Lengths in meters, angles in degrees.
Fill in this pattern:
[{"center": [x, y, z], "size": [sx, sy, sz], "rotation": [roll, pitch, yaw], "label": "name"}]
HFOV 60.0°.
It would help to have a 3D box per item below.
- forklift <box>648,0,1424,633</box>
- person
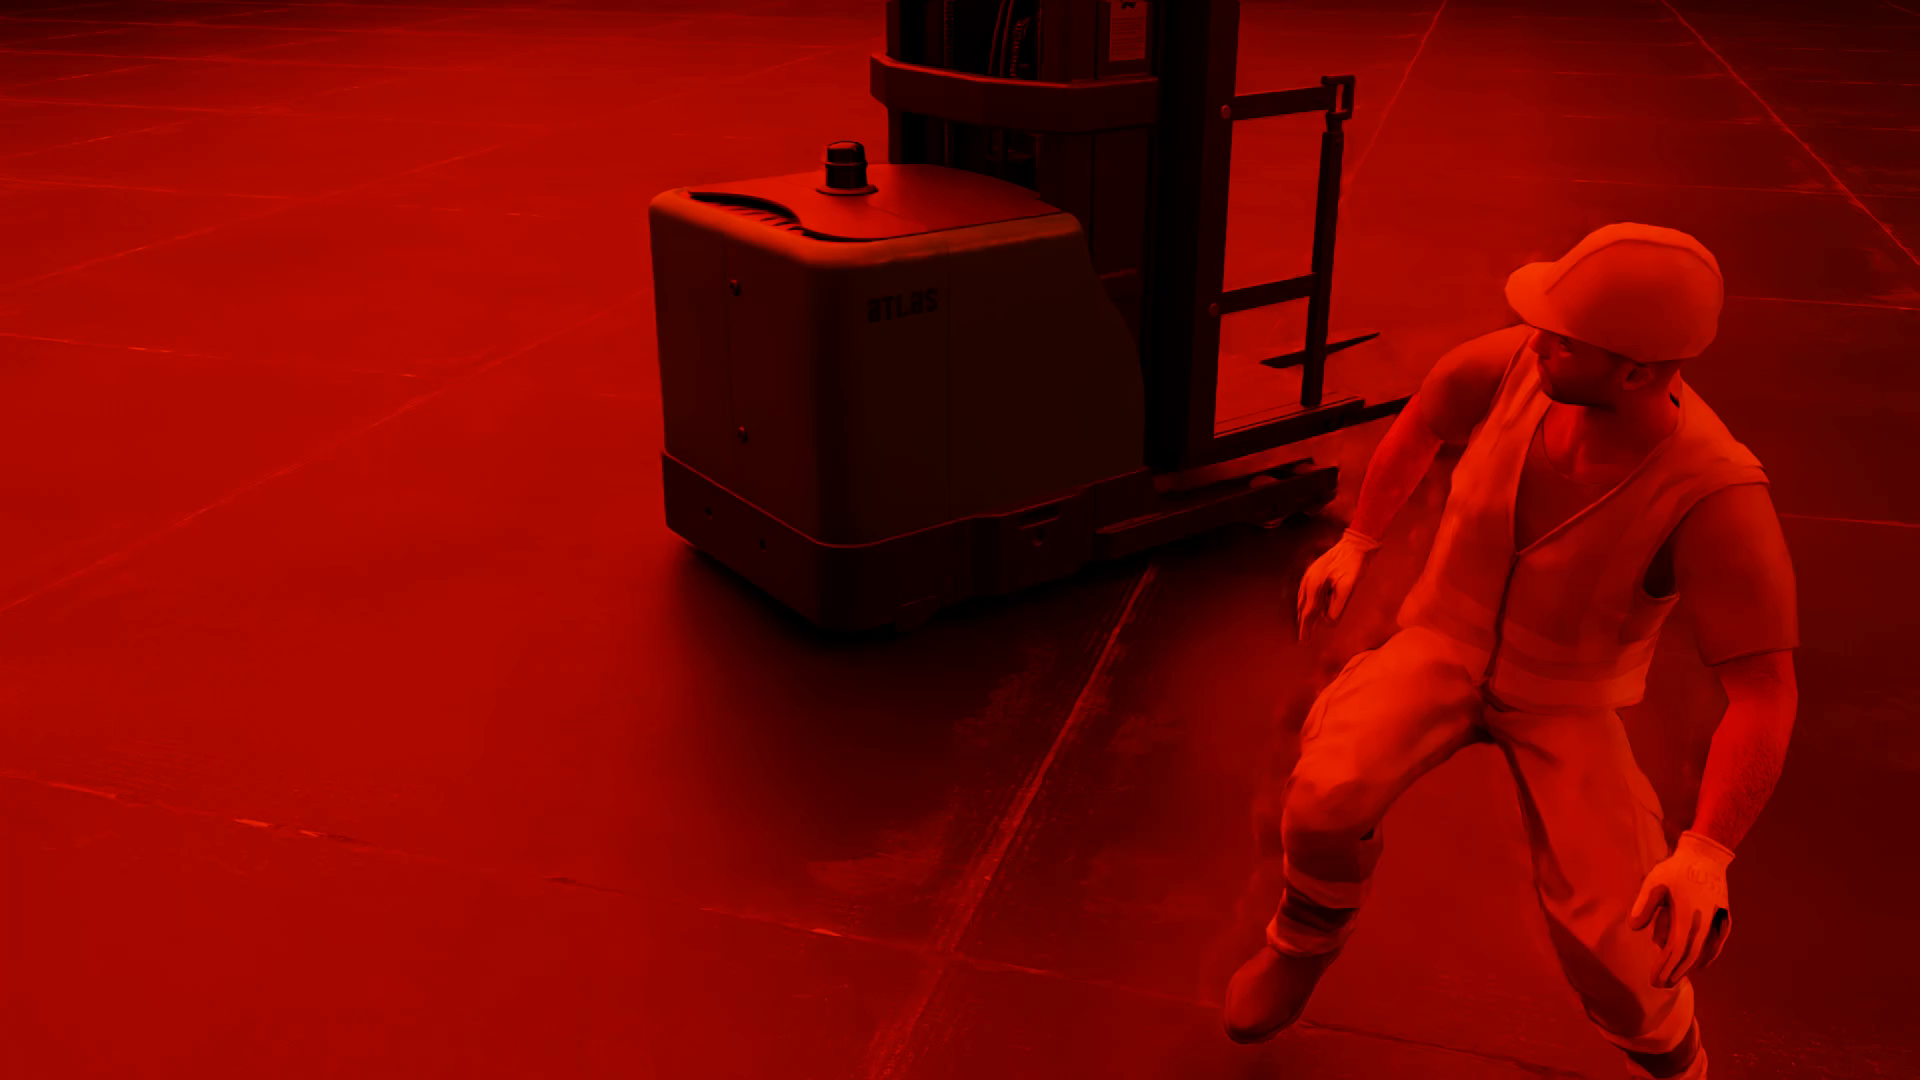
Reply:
[{"center": [0.591, -1.535, 4.999], "size": [3.031, 2.935, 1.130], "rotation": [-16, 27, -33], "label": "forklift"}, {"center": [0.854, 0.249, 2.592], "size": [0.811, 1.536, 0.680], "rotation": [15, 27, 32], "label": "person"}]
